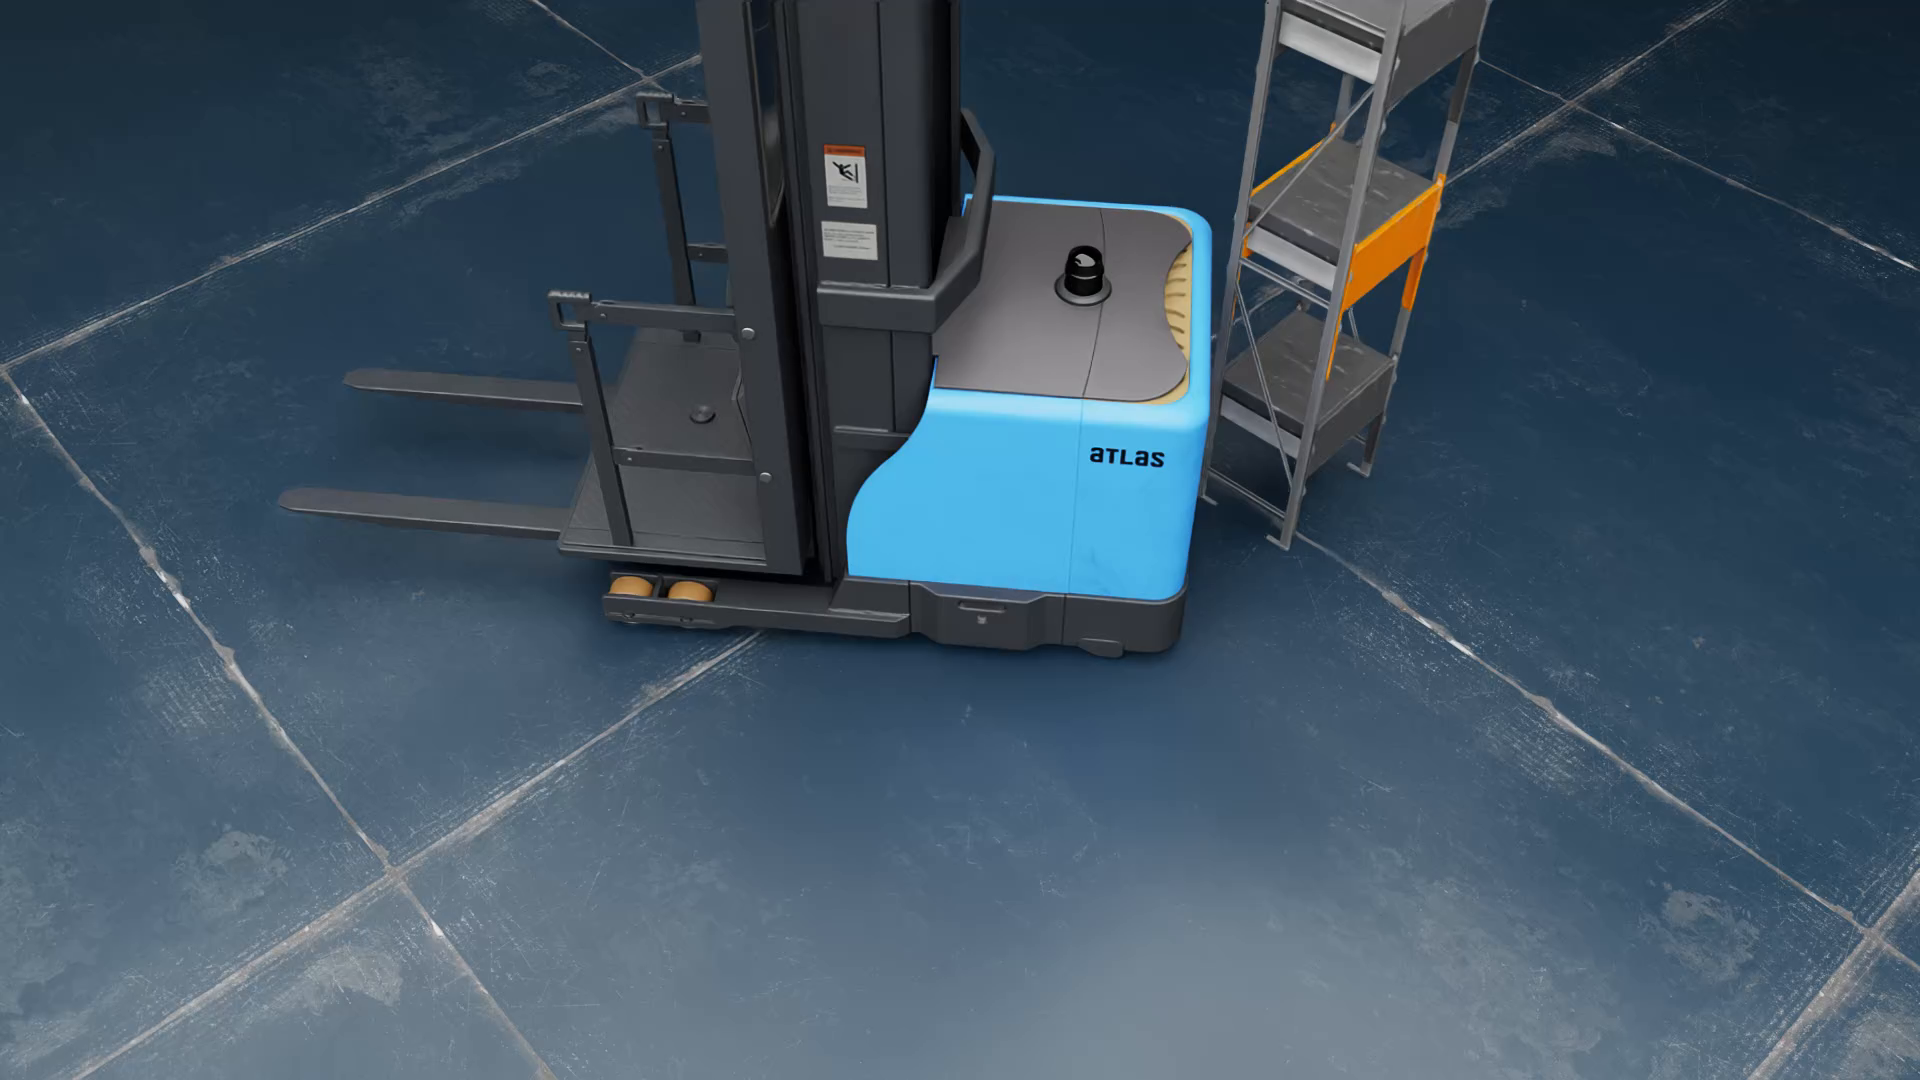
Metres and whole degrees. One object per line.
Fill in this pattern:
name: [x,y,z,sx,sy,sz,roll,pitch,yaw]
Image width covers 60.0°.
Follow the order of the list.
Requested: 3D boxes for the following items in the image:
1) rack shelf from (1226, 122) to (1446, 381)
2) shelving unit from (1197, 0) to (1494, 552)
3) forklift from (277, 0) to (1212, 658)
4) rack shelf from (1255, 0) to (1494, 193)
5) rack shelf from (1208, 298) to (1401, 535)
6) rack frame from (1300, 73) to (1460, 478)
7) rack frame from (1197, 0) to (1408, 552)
rack shelf: [1.149,-0.898,5.168,0.431,0.518,0.480,35,56,28]
shelving unit: [1.149,-0.907,5.158,0.431,2.100,0.503,35,56,28]
forklift: [-0.744,-1.083,4.755,3.031,2.935,1.130,5,47,4]
rack shelf: [1.149,-1.372,4.654,0.431,0.518,0.480,35,56,28]
rack shelf: [1.149,-0.423,5.683,0.431,0.518,0.480,35,56,28]
rack frame: [1.317,-1.037,5.278,0.400,2.100,0.015,35,56,28]
rack frame: [0.982,-0.776,5.038,0.400,2.100,0.015,35,56,28]
